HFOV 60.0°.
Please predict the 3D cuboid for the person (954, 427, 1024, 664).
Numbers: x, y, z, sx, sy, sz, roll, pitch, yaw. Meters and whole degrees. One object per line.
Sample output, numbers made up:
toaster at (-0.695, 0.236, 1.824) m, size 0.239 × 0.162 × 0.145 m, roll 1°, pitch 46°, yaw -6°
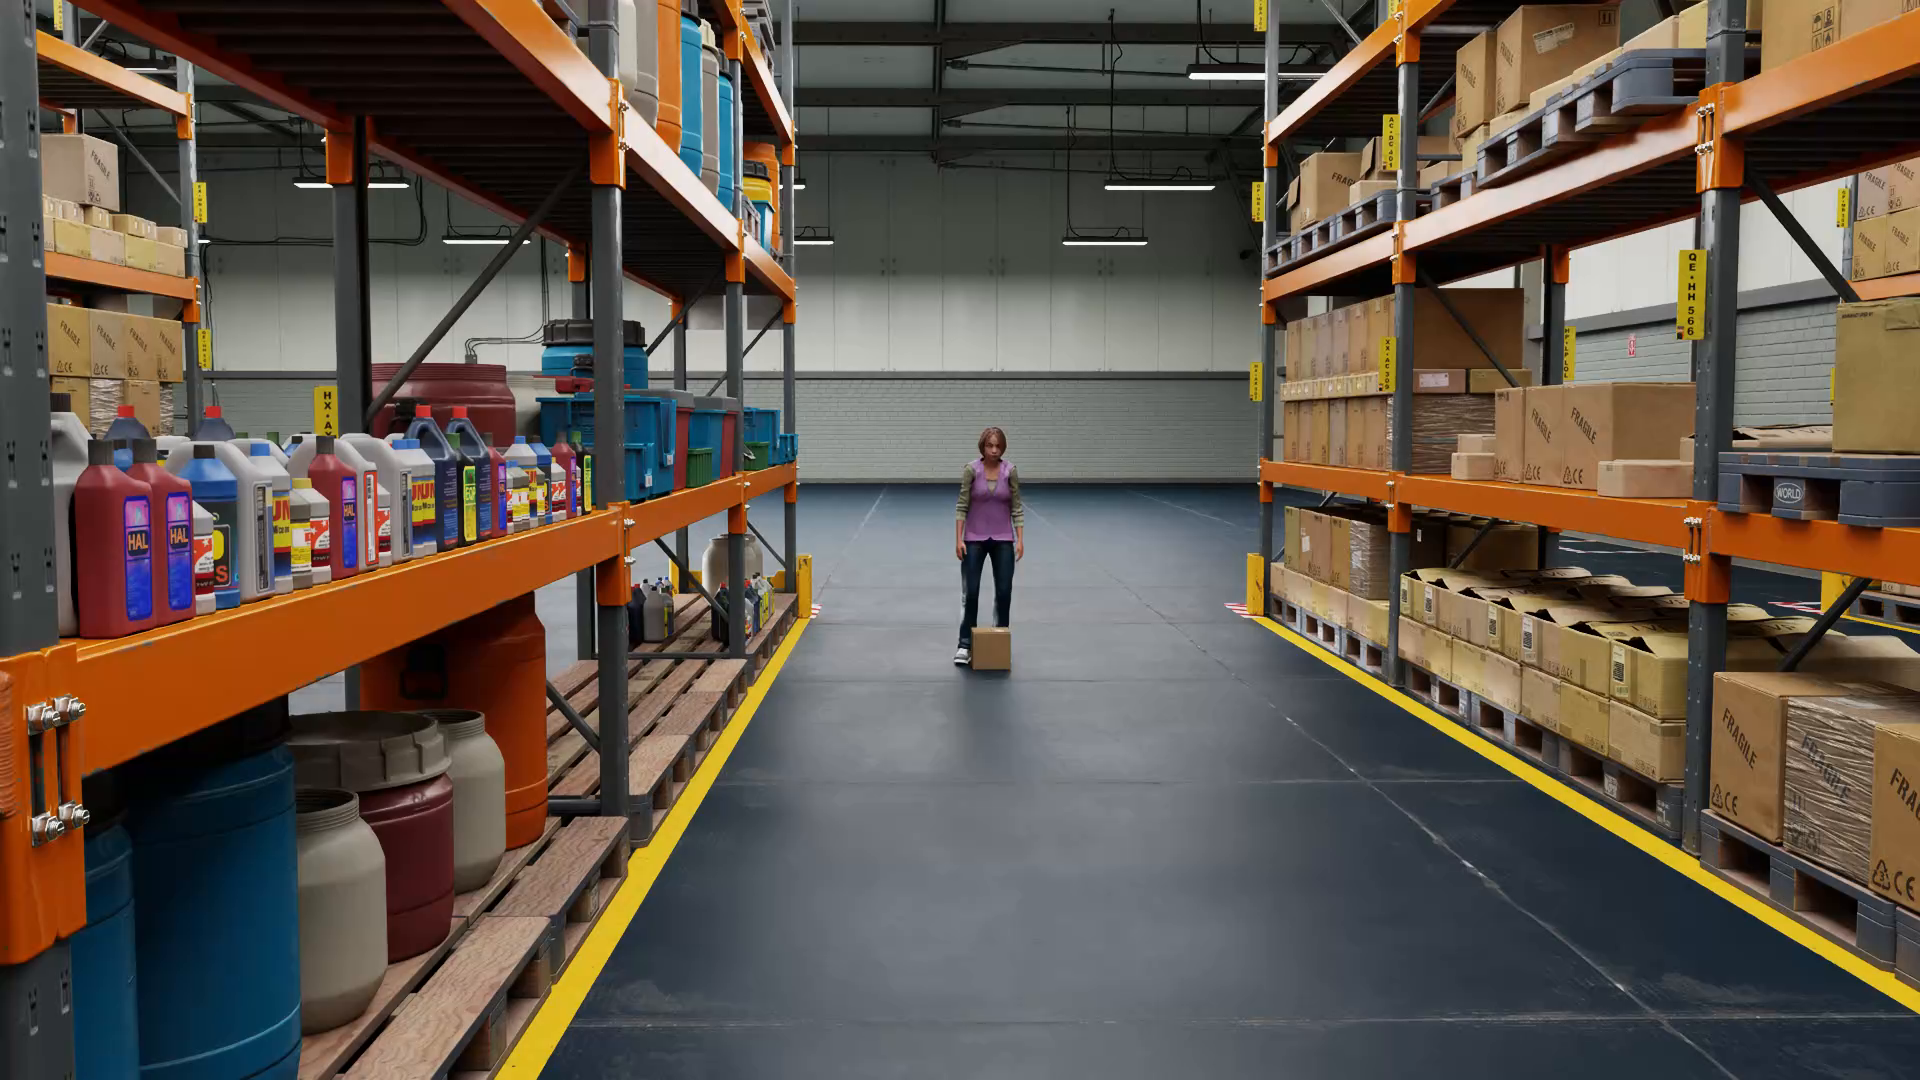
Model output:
person at (0.193, 0.034, 11.237) m, size 0.484 × 1.594 × 0.340 m, roll 0°, pitch 4°, yaw -4°
